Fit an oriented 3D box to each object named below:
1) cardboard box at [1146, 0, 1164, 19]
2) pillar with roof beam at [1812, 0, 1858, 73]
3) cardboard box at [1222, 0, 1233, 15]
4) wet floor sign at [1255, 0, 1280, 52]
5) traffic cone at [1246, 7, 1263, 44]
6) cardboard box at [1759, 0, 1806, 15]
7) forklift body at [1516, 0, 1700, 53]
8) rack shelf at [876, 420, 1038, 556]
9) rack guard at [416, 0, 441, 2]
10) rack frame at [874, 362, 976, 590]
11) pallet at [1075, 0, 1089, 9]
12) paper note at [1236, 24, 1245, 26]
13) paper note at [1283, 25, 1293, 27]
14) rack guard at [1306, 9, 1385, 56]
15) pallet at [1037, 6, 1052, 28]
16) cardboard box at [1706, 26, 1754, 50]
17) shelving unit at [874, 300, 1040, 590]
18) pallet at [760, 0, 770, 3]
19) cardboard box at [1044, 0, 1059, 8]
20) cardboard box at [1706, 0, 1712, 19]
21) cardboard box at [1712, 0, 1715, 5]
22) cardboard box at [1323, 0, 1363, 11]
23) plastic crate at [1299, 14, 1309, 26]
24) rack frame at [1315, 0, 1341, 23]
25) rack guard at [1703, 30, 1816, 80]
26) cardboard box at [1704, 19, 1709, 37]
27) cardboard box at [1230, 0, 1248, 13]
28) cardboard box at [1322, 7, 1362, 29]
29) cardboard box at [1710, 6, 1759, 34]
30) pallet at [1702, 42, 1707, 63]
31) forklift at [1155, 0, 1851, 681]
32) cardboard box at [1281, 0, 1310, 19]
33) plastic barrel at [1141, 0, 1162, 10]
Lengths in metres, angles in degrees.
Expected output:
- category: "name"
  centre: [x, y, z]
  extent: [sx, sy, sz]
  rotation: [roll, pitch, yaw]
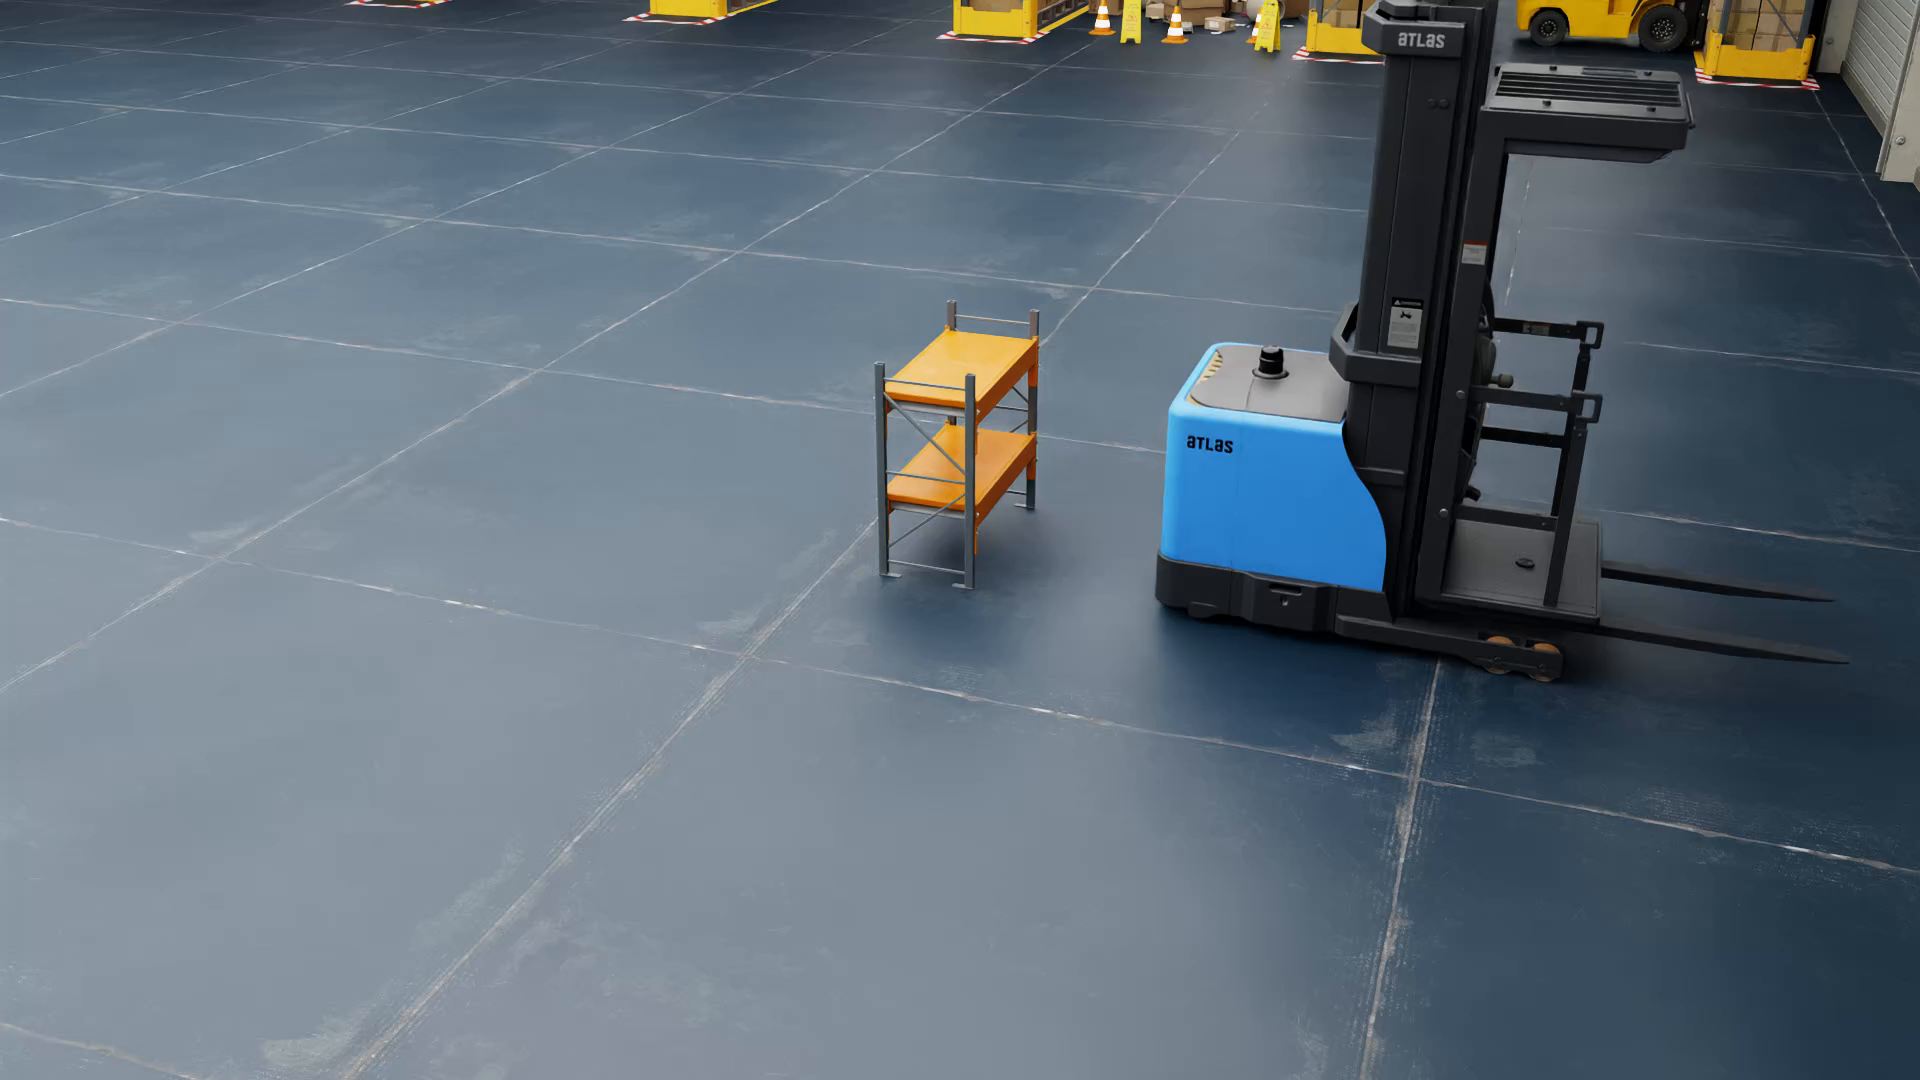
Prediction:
- category: "cardboard box"
  centre: [3.002, -7.976, 24.919]
  extent: [0.396, 0.266, 0.258]
  rotation: [14, 29, 26]
- category: "pillar with roof beam"
  centre: [6.911, -10.622, 20.362]
  extent: [9.100, 9.000, 0.400]
  rotation: [9, 27, 17]
- category: "cardboard box"
  centre: [3.708, -8.272, 25.102]
  extent: [0.797, 0.637, 0.503]
  rotation: [9, 27, 17]
- category: "wet floor sign"
  centre: [4.135, -6.878, 22.214]
  extent: [0.267, 0.644, 0.232]
  rotation: [20, 32, 35]
- category: "traffic cone"
  centre: [4.134, -7.082, 22.846]
  extent: [0.336, 0.463, 0.334]
  rotation: [9, 27, 17]
- category: "cardboard box"
  centre: [10.228, -6.713, 20.700]
  extent: [0.500, 0.250, 0.500]
  rotation: [8, 27, 17]
- category: "forklift body"
  centre: [8.800, -7.804, 22.399]
  extent: [2.313, 2.155, 1.214]
  rotation: [9, 27, 17]
- category: "rack shelf"
  centre: [0.002, -0.289, 8.617]
  extent: [0.538, 0.278, 1.000]
  rotation: [9, 27, 17]
- category: "rack guard"
  centre: [-8.828, -8.929, 26.617]
  extent: [1.175, 0.500, 0.348]
  rotation: [9, 27, 17]
- category: "rack frame"
  centre: [-0.167, -0.300, 8.079]
  extent: [0.500, 1.125, 0.032]
  rotation: [9, 27, 17]
- category: "pallet"
  centre: [1.510, -8.624, 26.320]
  extent: [1.003, 0.211, 1.213]
  rotation: [9, 27, 17]
- category: "paper note"
  centre: [4.069, -7.523, 24.266]
  extent: [0.148, 0.019, 0.142]
  rotation: [20, 32, 35]
- category: "paper note"
  centre: [4.773, -7.474, 24.150]
  extent: [0.142, 0.019, 0.148]
  rotation: [0, 26, -1]
- category: "rack guard"
  centre: [5.232, -6.766, 22.151]
  extent: [1.175, 0.500, 0.348]
  rotation: [9, 27, 17]
- category: "pallet"
  centre: [0.698, -7.621, 24.249]
  extent: [1.003, 0.211, 1.213]
  rotation: [9, 27, 17]
- category: "cardboard box"
  centre: [9.748, -6.332, 21.060]
  extent: [0.500, 0.250, 0.500]
  rotation: [9, 27, 18]
- category: "shelving unit"
  centre: [0.002, -0.509, 8.511]
  extent: [0.538, 1.125, 1.048]
  rotation: [9, 27, 17]
- category: "pallet"
  centre: [-3.401, -8.902, 26.893]
  extent: [1.003, 0.211, 1.213]
  rotation: [9, 27, 17]
- category: "cardboard box"
  centre: [0.960, -8.419, 24.653]
  extent: [0.875, 0.875, 0.875]
  rotation: [8, 27, 17]
- category: "cardboard box"
  centre: [10.085, -6.983, 21.831]
  extent: [0.500, 0.250, 0.500]
  rotation: [8, 27, 16]
- category: "cardboard box"
  centre: [9.913, -6.988, 21.268]
  extent: [0.500, 0.250, 0.500]
  rotation: [9, 27, 18]
- category: "cardboard box"
  centre: [5.228, -7.516, 22.644]
  extent: [0.500, 0.500, 0.500]
  rotation: [9, 27, 18]
- category: "plastic crate"
  centre: [5.243, -7.664, 24.486]
  extent: [0.402, 0.080, 0.583]
  rotation: [0, 26, -1]
- category: "rack frame"
  centre: [5.207, -7.860, 21.542]
  extent: [1.000, 3.000, 0.127]
  rotation: [9, 27, 17]
- category: "rack guard"
  centre: [9.881, -6.007, 20.583]
  extent: [1.175, 0.500, 0.348]
  rotation: [9, 27, 17]
- category: "cardboard box"
  centre: [10.097, -6.739, 21.901]
  extent: [0.500, 0.250, 0.500]
  rotation: [9, 27, 18]
- category: "cardboard box"
  centre: [4.243, -8.250, 25.484]
  extent: [0.258, 0.266, 0.396]
  rotation: [-9, 27, -18]
- category: "cardboard box"
  centre: [5.230, -7.193, 22.837]
  extent: [0.500, 0.250, 0.500]
  rotation: [9, 27, 17]
- category: "cardboard box"
  centre: [9.756, -6.564, 20.964]
  extent: [0.500, 0.250, 0.500]
  rotation: [8, 27, 17]
- category: "pallet"
  centre: [10.104, -6.207, 21.328]
  extent: [1.003, 0.211, 1.213]
  rotation: [9, 27, 17]
- category: "forklift"
  centre: [2.515, -0.948, 7.345]
  extent: [3.031, 2.935, 1.130]
  rotation: [9, 27, 18]
- category: "cardboard box"
  centre: [4.899, -8.137, 24.979]
  extent: [0.500, 0.500, 0.500]
  rotation: [-14, 29, -27]
- category: "plastic barrel"
  centre: [2.906, -8.332, 25.473]
  extent: [0.421, 0.421, 0.512]
  rotation: [-14, 29, -27]
